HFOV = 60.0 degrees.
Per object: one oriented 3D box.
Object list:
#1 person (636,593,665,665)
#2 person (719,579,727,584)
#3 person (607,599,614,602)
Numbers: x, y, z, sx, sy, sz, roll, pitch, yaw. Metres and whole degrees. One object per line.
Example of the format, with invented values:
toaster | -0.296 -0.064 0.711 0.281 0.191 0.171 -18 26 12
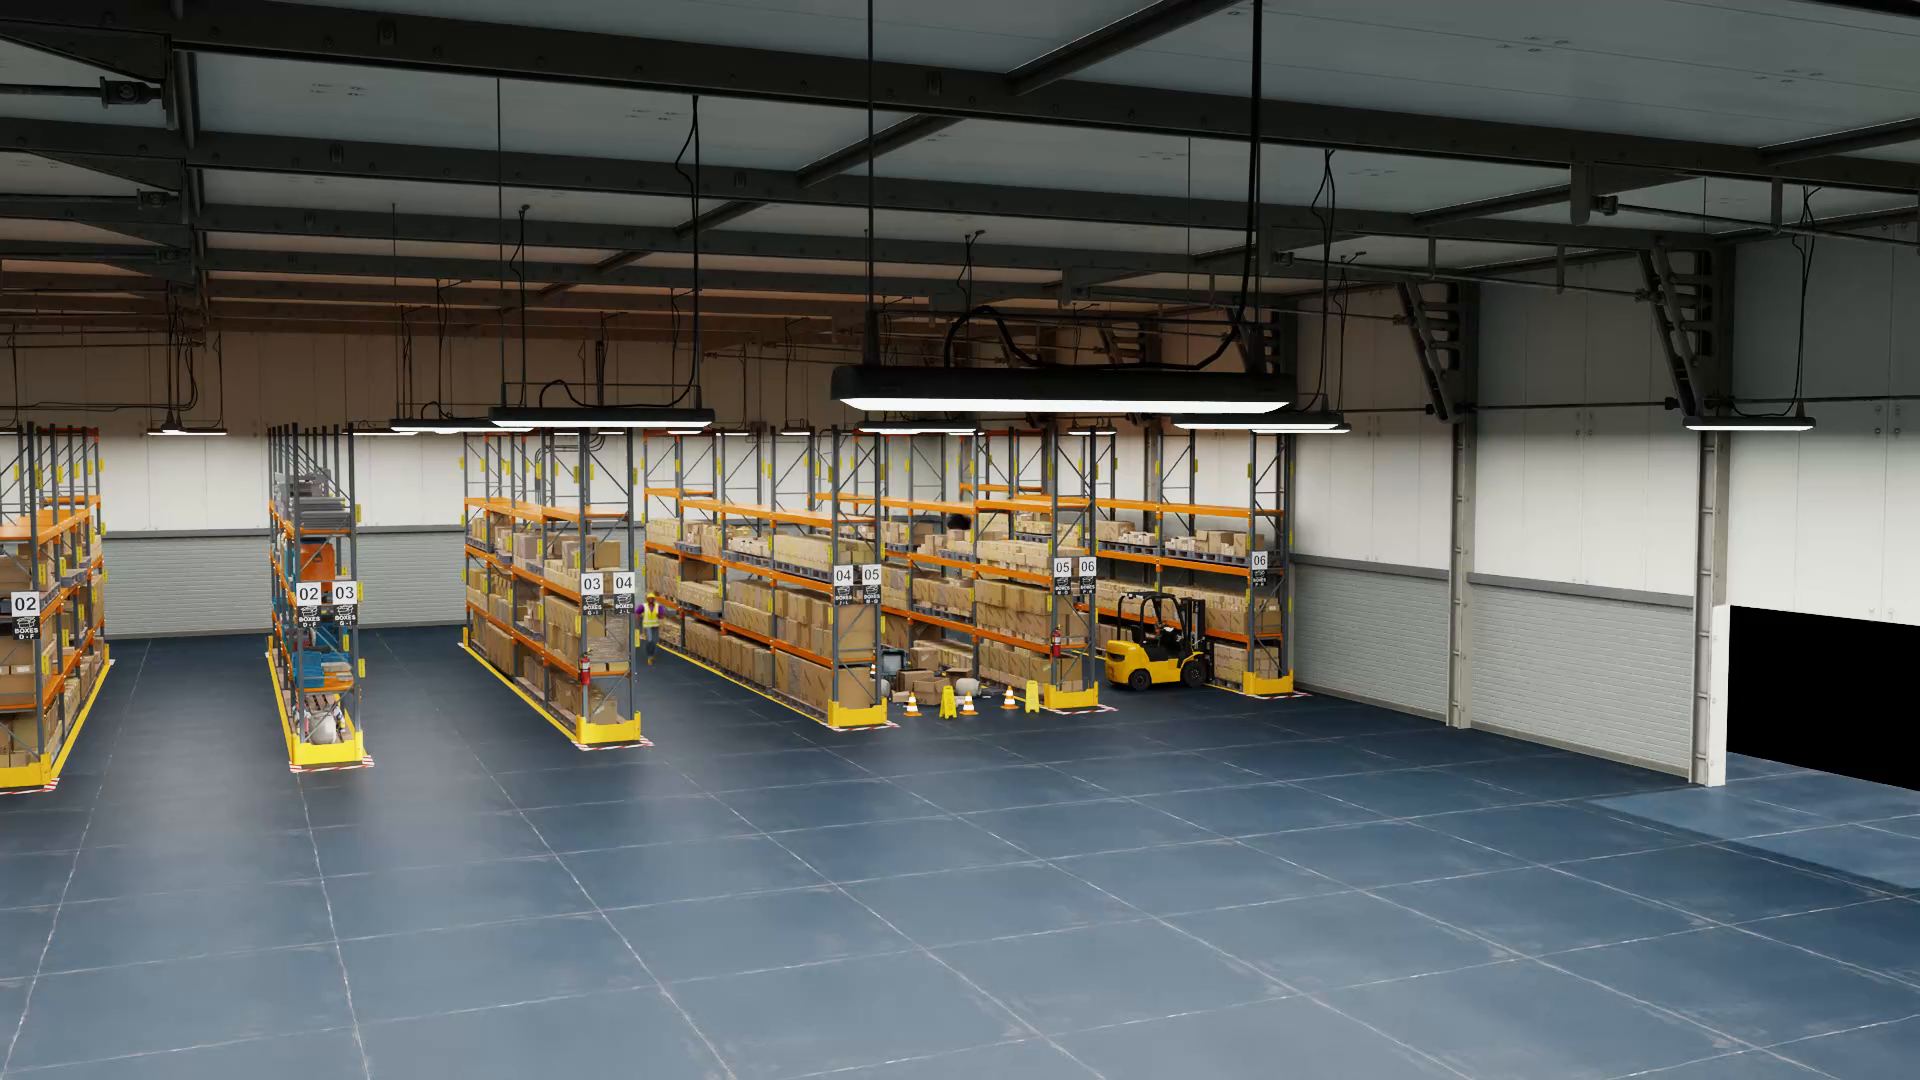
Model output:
person | -7.858 2.254 42.315 0.674 1.828 0.782 -2 4 -26
person | -6.982 1.892 48.460 0.765 1.765 0.870 -3 5 -41
person | -10.123 2.046 47.147 0.691 1.663 0.753 0 4 -6
